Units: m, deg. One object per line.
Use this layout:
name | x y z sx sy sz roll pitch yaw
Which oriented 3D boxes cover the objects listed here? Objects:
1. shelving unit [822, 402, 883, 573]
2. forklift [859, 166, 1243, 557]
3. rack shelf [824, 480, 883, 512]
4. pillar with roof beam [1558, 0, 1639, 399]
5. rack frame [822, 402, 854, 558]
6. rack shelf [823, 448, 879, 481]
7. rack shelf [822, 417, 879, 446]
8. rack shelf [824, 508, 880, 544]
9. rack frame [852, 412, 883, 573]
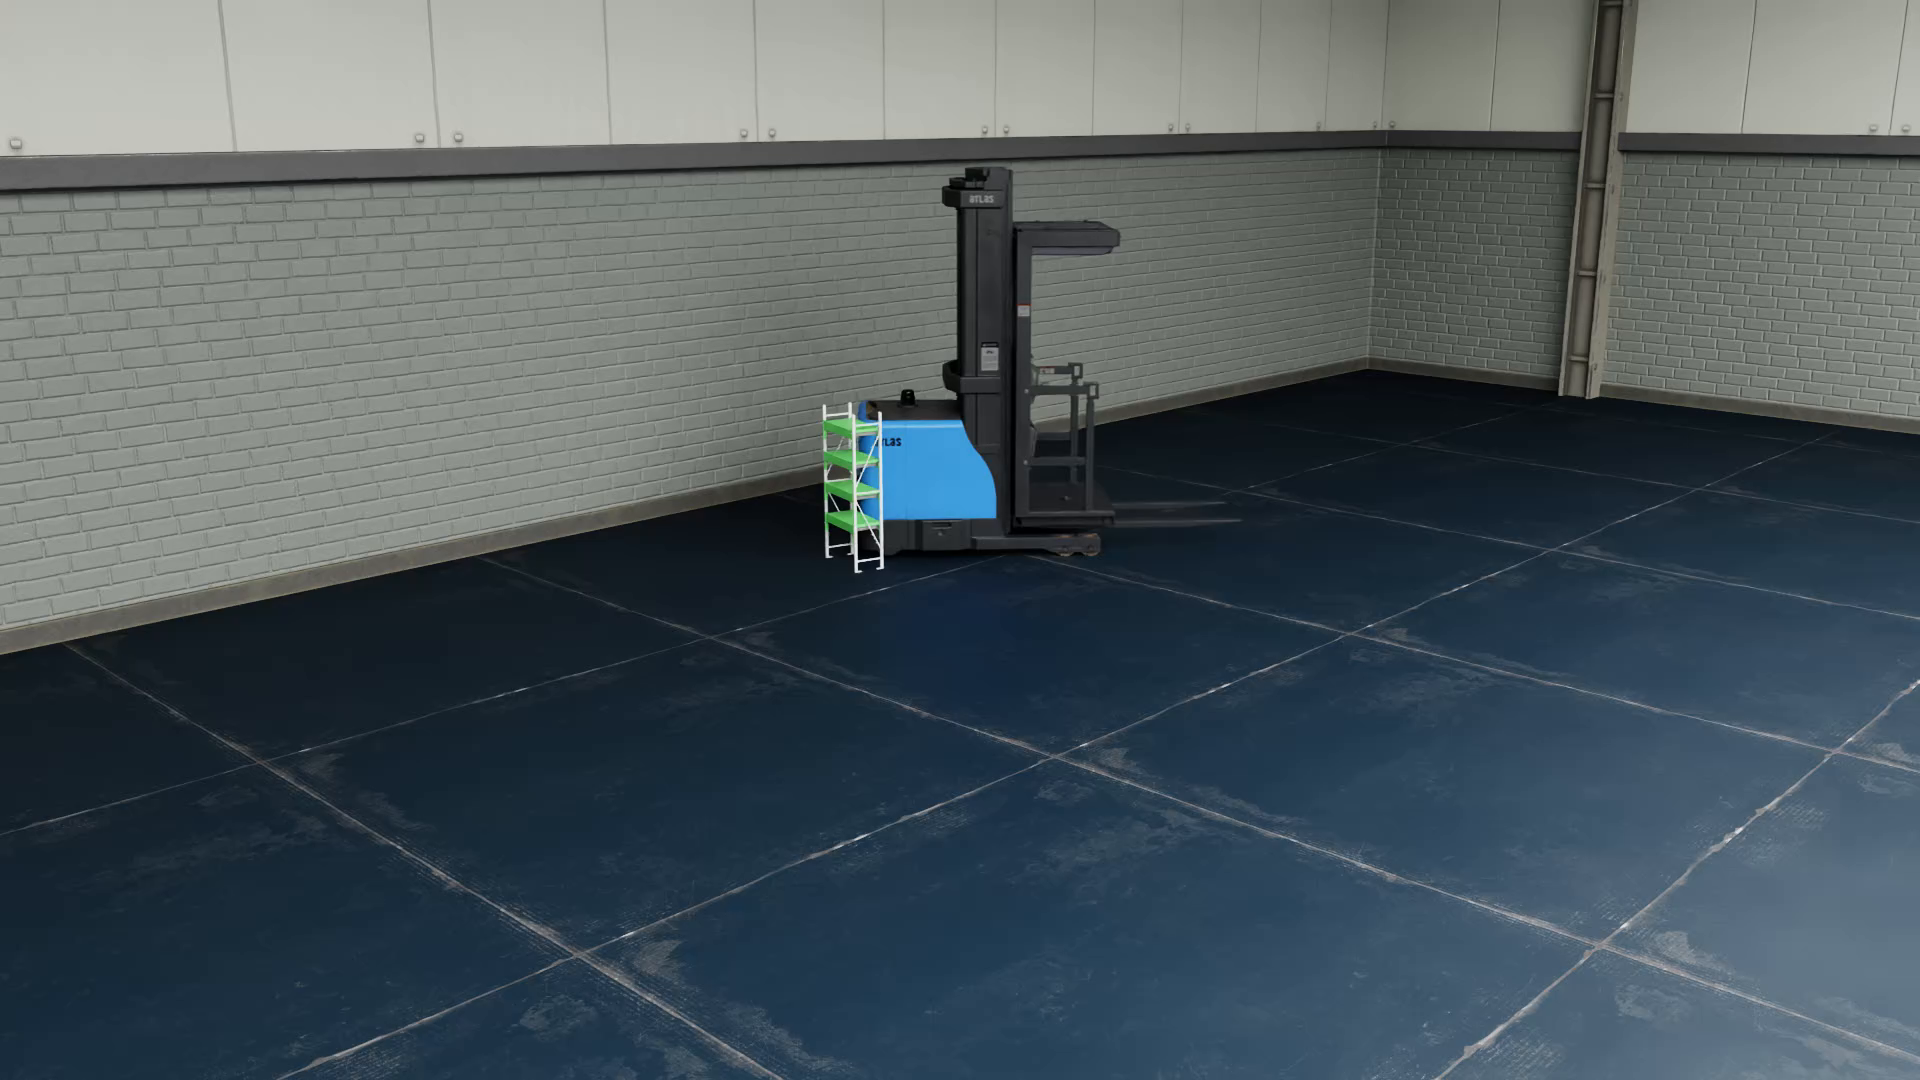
shelving unit | -0.812 -0.404 12.604 0.258 1.200 0.503 -9 17 -30
forklift | 0.704 -1.420 13.069 3.031 2.935 1.130 -1 15 -3
rack shelf | -0.812 -0.342 12.620 0.258 0.148 0.480 -9 17 -30
pillar with roof beam | 4.509 -5.322 16.012 0.400 9.000 9.100 14 20 42
rack frame | -0.937 -0.457 12.807 0.240 1.200 0.015 -9 17 -30
rack shelf | -0.812 -0.575 12.559 0.258 0.148 0.480 -9 17 -30
rack shelf | -0.812 -0.807 12.499 0.258 0.148 0.480 -9 17 -30
rack shelf | -0.812 -0.110 12.680 0.258 0.148 0.480 -9 17 -30
rack frame | -0.688 -0.351 12.401 0.240 1.200 0.015 -9 17 -30
